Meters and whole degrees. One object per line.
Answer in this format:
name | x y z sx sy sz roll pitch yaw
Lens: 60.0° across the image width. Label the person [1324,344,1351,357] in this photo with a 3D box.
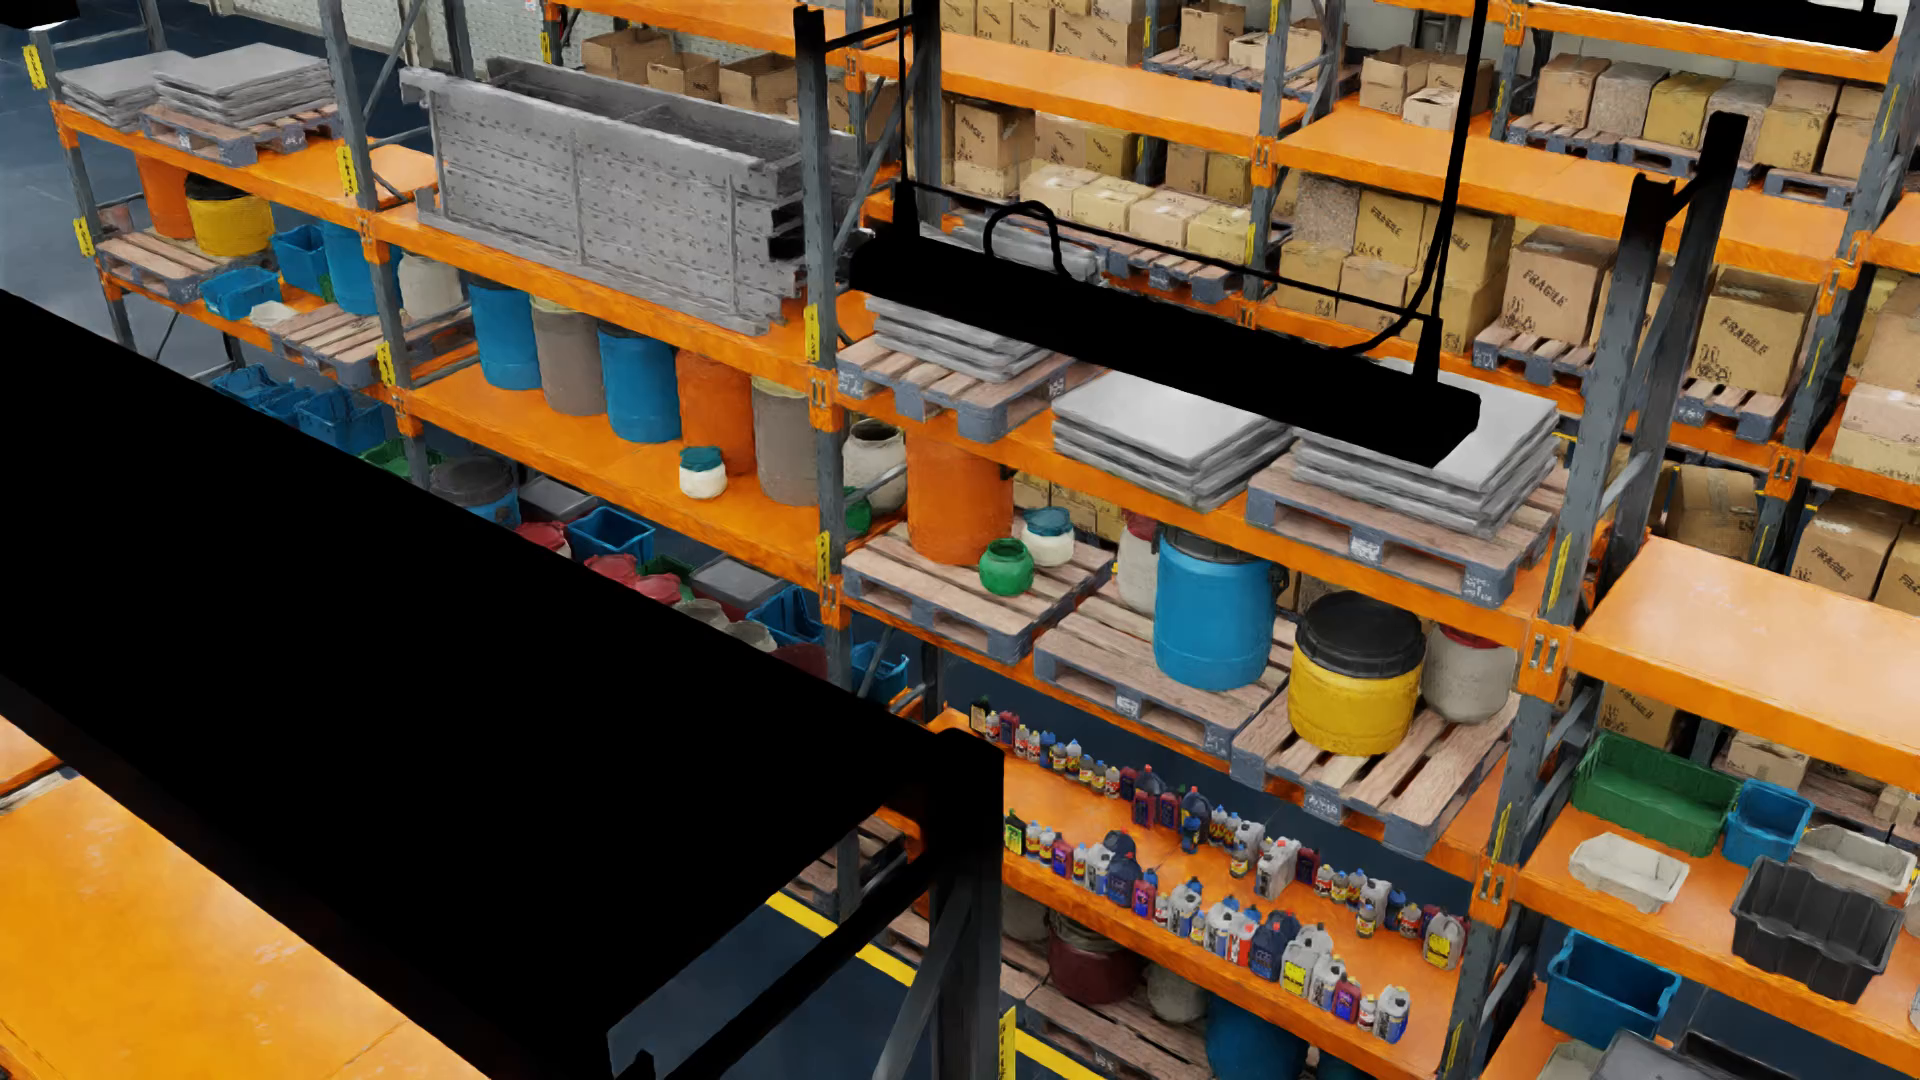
person | 3.461 -1.194 15.515 0.555 1.772 0.615 -14 34 -21
